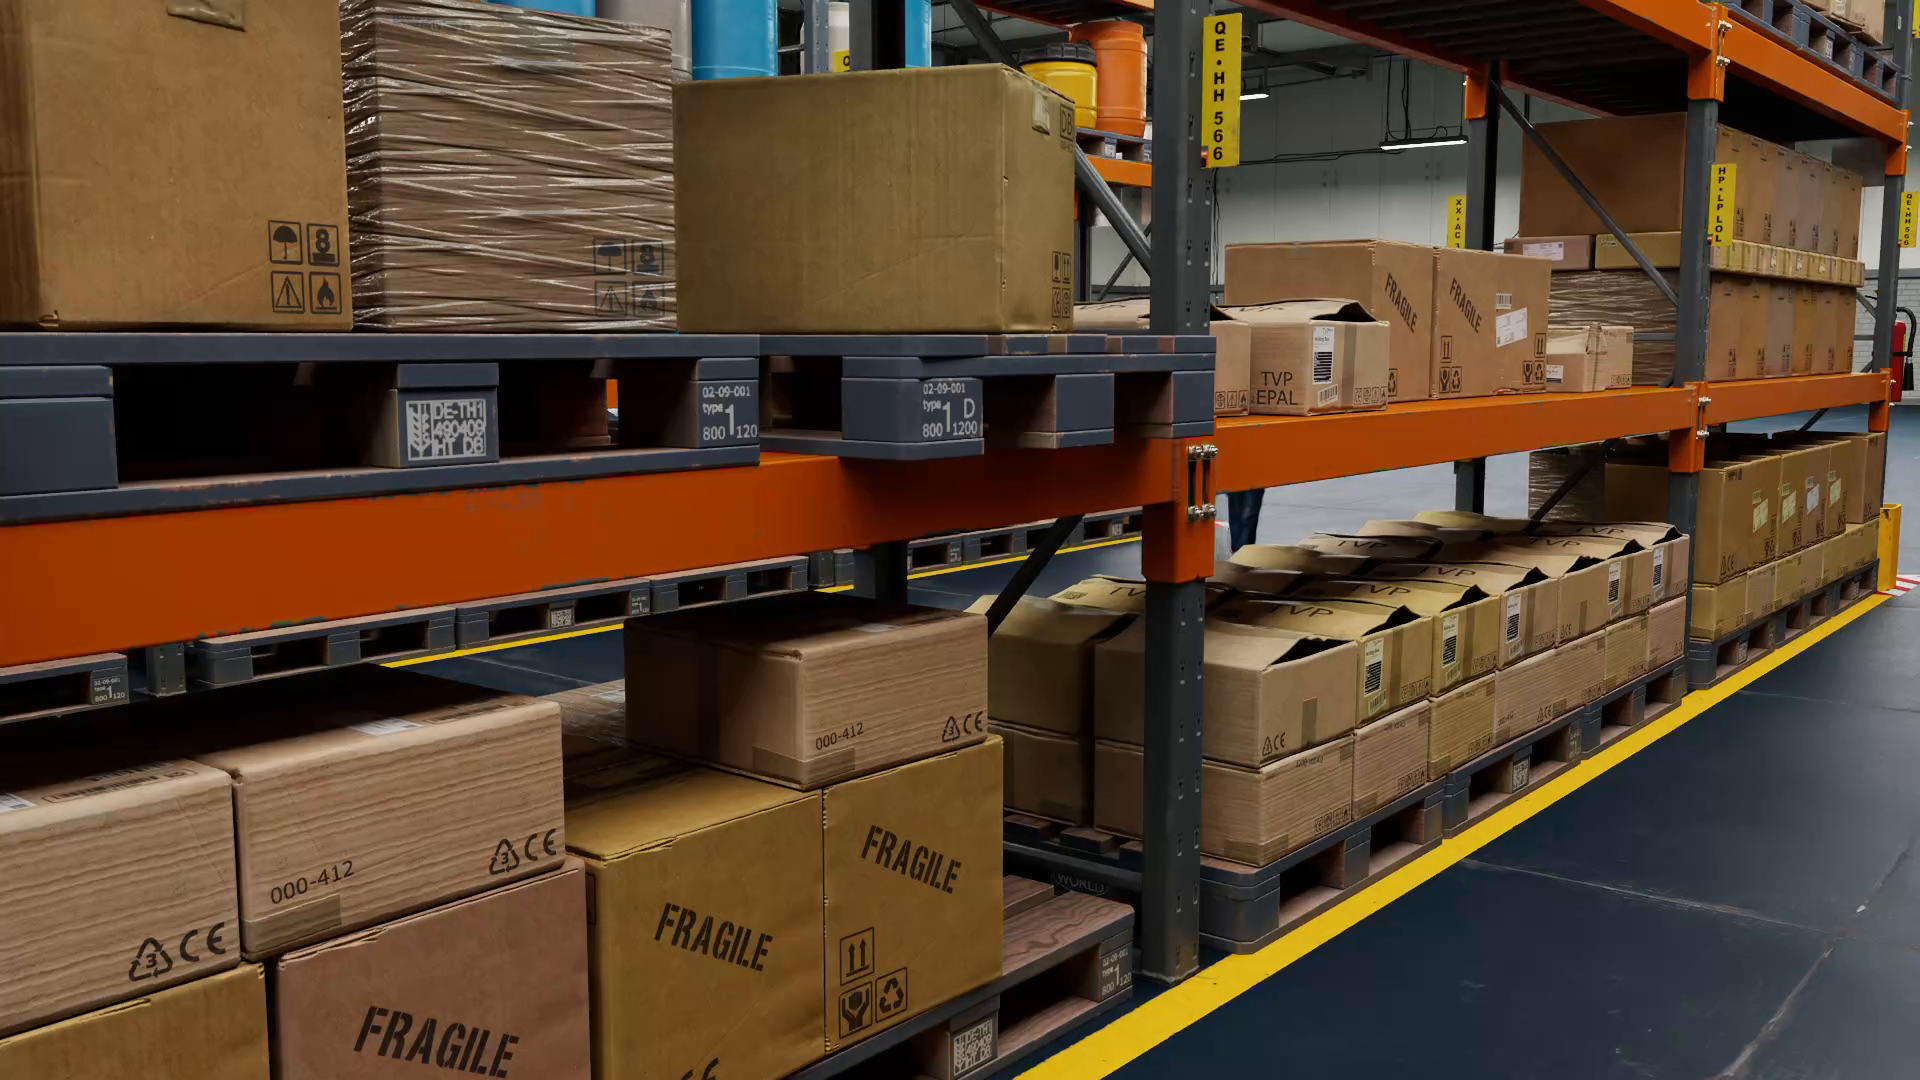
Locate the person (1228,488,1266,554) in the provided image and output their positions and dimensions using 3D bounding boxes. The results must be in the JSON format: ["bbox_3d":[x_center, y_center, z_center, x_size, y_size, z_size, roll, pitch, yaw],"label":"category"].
[{"bbox_3d":[1.854,-0.573,10.644,0.451,1.624,0.680,3,8,24],"label":"person"}]
